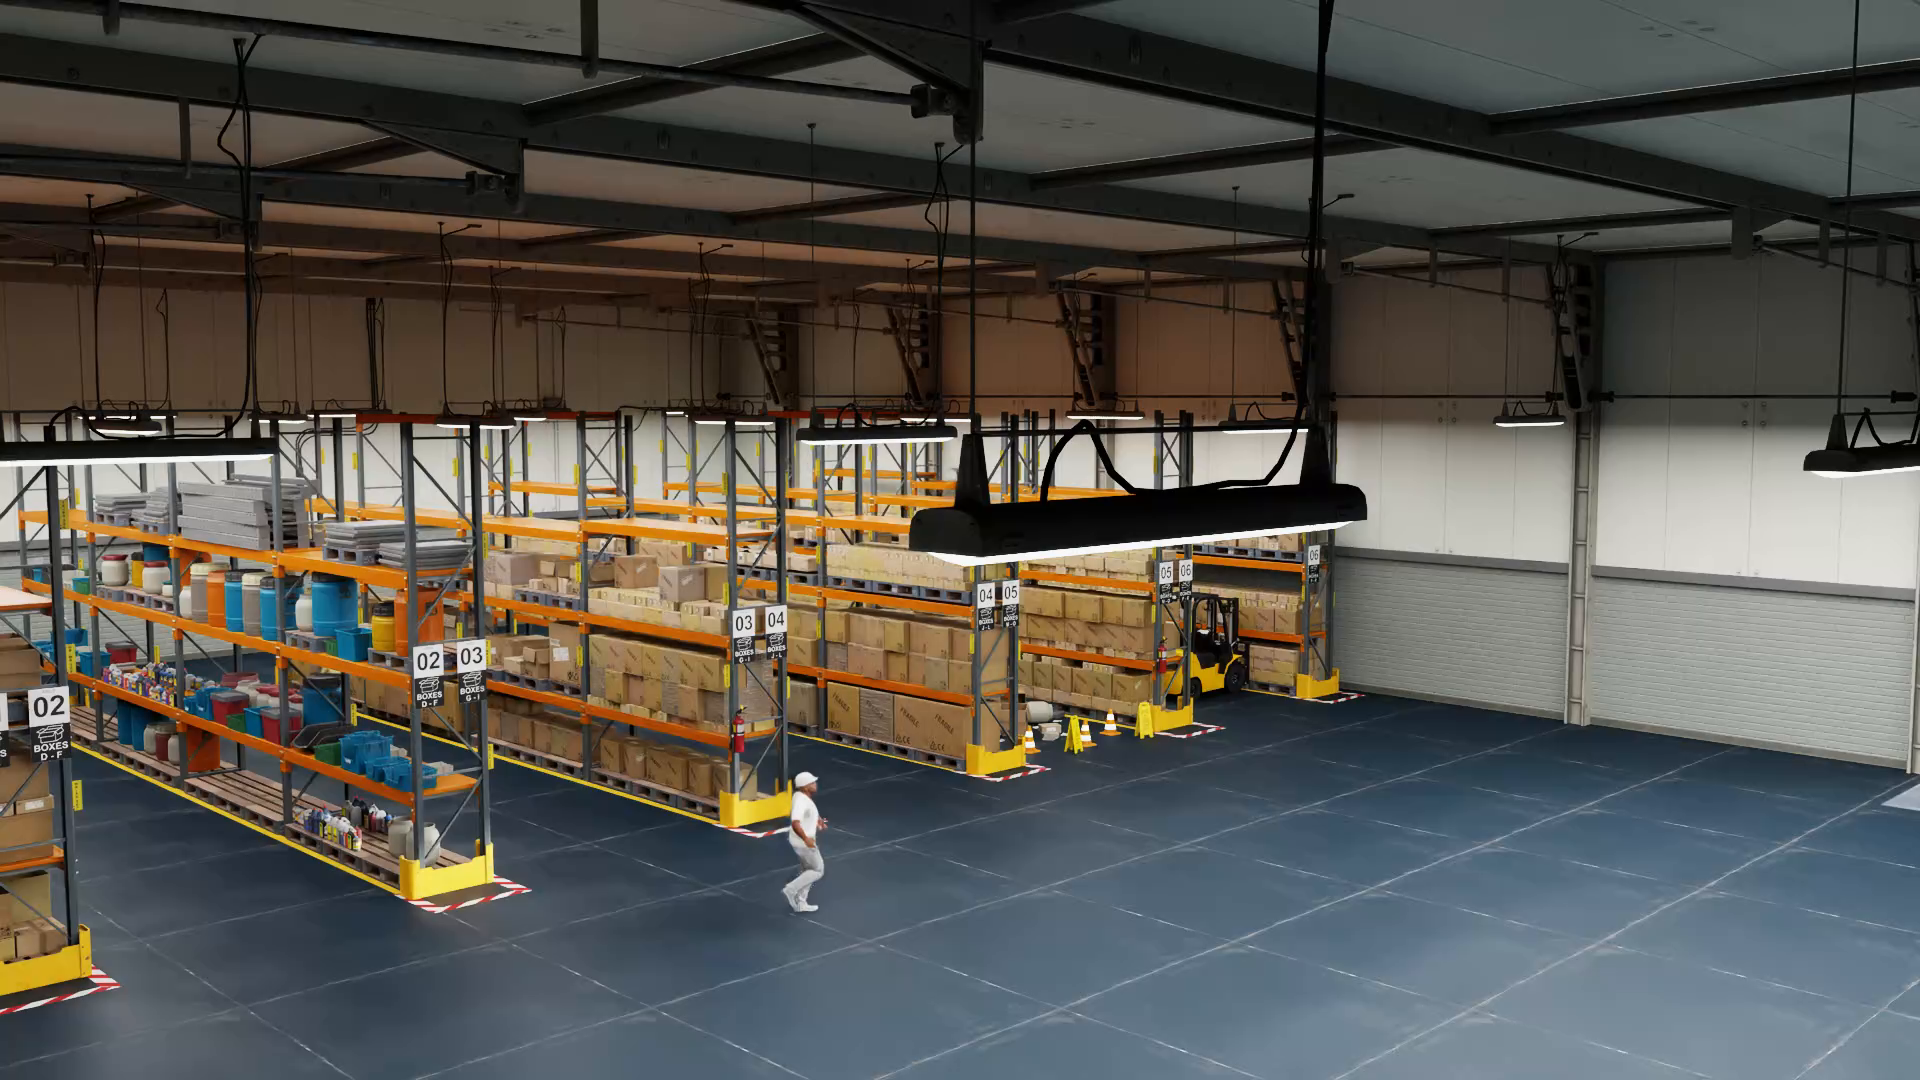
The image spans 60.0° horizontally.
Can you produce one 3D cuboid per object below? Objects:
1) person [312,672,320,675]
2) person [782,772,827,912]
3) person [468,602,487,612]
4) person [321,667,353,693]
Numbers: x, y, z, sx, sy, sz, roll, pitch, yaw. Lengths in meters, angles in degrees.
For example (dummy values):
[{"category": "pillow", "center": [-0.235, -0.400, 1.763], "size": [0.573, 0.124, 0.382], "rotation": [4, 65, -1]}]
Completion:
[{"category": "person", "center": [-10.935, 3.070, 28.432], "size": [0.554, 1.605, 0.569], "rotation": [5, 7, 43]}, {"category": "person", "center": [-1.907, 3.700, 20.412], "size": [0.616, 1.731, 0.686], "rotation": [-1, 5, -15]}, {"category": "person", "center": [-11.697, 2.045, 39.759], "size": [0.669, 1.748, 0.820], "rotation": [3, 6, 30]}, {"category": "person", "center": [-11.598, 2.842, 30.955], "size": [0.581, 1.630, 0.566], "rotation": [-4, 6, -38]}]
